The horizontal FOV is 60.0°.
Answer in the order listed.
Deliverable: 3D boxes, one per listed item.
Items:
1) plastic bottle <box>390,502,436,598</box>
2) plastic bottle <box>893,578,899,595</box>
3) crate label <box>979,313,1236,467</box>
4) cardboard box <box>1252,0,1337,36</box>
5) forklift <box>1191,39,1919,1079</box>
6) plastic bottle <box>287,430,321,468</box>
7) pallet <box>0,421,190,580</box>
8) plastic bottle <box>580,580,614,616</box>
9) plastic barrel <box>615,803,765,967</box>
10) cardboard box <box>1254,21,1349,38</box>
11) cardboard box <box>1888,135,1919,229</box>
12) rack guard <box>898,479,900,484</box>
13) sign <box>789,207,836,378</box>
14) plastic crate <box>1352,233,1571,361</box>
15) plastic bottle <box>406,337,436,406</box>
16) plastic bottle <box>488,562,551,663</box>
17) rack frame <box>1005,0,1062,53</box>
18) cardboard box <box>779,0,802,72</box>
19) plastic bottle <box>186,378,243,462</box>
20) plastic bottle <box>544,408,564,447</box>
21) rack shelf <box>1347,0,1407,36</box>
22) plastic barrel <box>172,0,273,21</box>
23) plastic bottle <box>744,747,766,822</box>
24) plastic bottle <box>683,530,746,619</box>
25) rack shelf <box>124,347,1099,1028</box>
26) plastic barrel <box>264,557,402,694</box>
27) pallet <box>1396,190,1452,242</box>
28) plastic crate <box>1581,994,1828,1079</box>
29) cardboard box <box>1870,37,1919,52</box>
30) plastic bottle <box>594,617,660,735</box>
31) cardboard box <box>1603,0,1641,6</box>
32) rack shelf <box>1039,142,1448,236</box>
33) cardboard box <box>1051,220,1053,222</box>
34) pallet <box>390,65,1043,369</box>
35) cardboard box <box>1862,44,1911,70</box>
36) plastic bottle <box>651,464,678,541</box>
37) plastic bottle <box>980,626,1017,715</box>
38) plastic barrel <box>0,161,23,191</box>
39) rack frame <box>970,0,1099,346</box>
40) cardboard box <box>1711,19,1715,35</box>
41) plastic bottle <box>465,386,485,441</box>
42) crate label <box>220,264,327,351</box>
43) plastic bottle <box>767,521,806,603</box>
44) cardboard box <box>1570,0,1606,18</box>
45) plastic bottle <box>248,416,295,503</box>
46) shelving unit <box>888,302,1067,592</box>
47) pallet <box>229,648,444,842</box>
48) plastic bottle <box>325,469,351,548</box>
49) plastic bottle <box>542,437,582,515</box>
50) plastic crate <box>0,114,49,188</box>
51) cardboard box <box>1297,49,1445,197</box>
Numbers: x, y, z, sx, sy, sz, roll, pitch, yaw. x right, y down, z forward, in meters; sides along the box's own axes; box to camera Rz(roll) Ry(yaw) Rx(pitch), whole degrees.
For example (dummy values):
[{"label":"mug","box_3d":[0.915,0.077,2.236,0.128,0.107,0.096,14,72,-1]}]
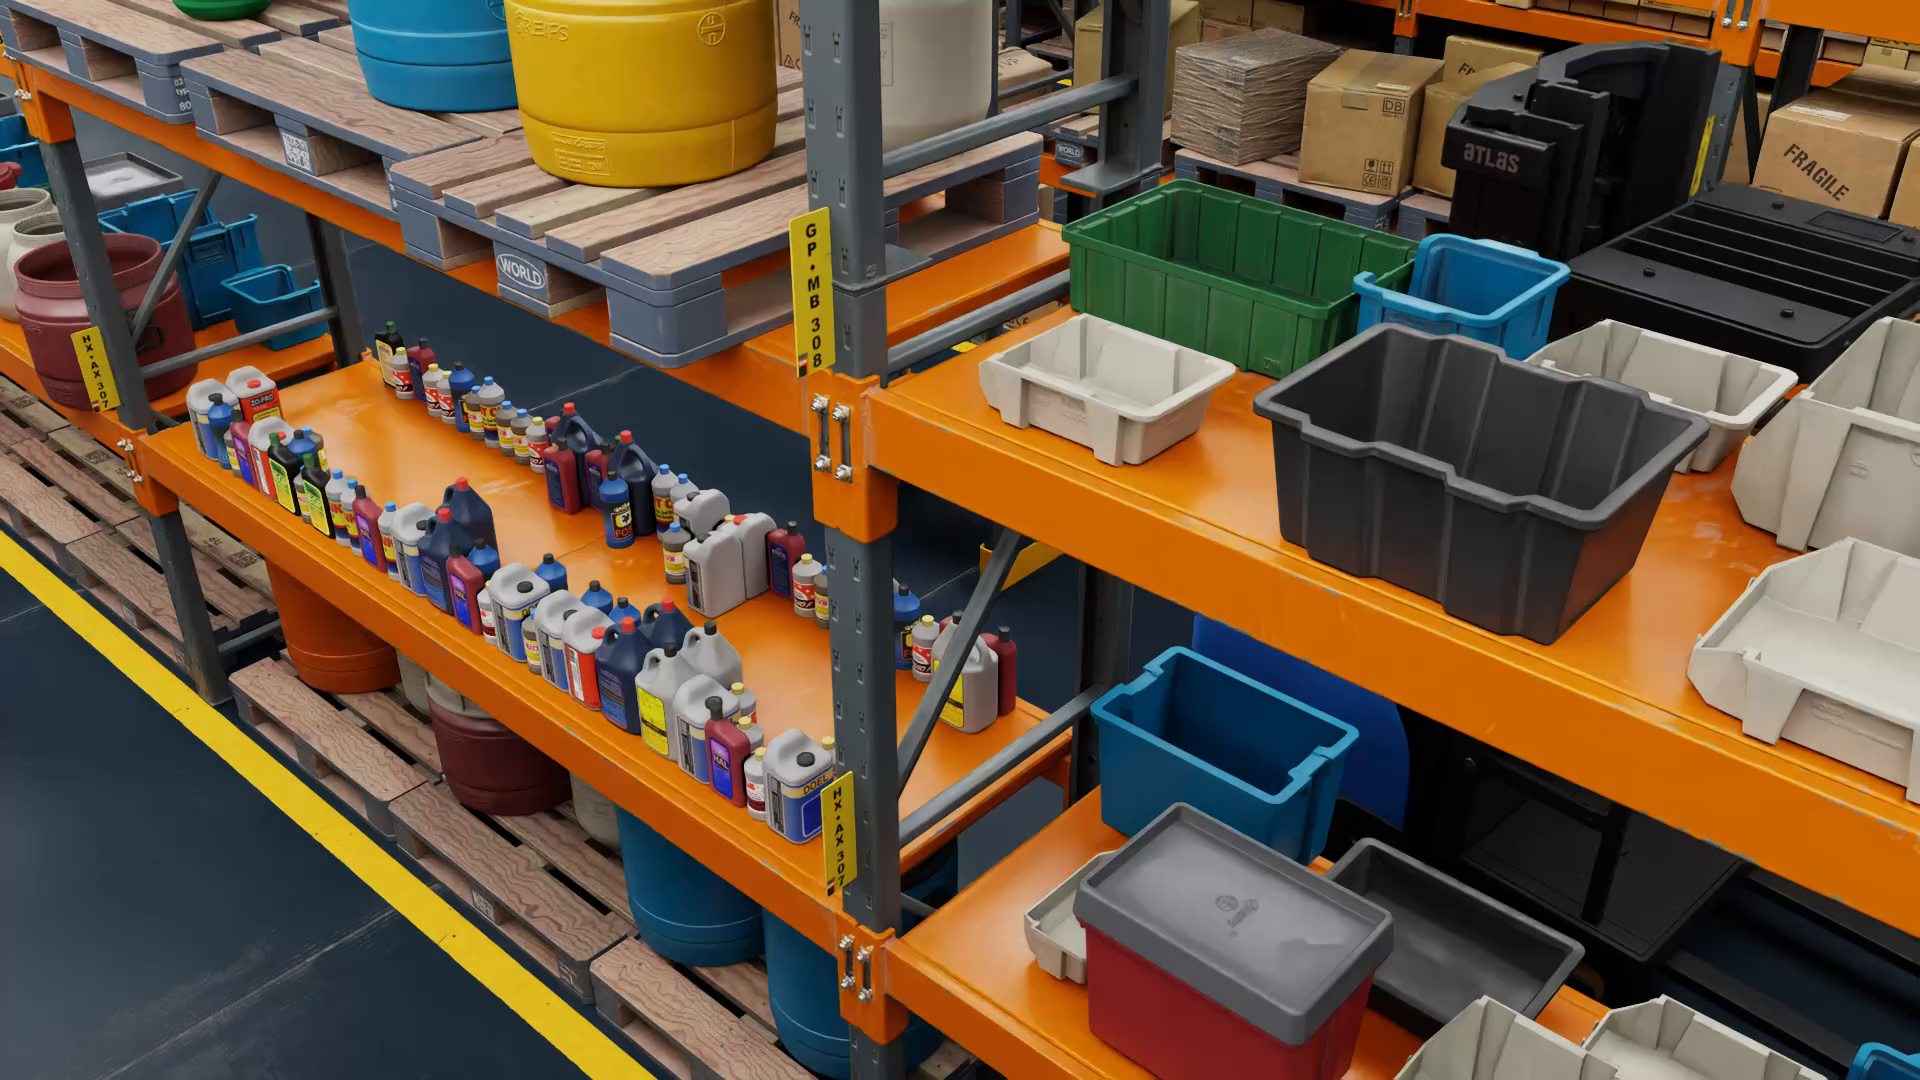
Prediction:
[{"label":"plastic bottle","box_3d":[-1.747,0.026,5.419,0.135,0.276,0.152,25,39,35]},{"label":"plastic bottle","box_3d":[-0.272,0.224,5.089,0.135,0.276,0.152,25,39,35]},{"label":"crate label","box_3d":[0.255,-0.288,3.168,0.466,0.136,0.293,25,39,35]},{"label":"cardboard box","box_3d":[2.819,-4.458,14.017,0.500,0.250,0.500,26,40,36]},{"label":"forklift","box_3d":[2.257,0.032,5.355,1.130,2.935,3.031,-26,39,-36]},{"label":"plastic bottle","box_3d":[-2.324,-0.265,5.906,0.097,0.271,0.097,0,31,0]},{"label":"pallet","box_3d":[-4.328,-0.291,8.529,1.213,0.211,1.003,25,39,35]},{"label":"plastic bottle","box_3d":[-1.097,0.244,5.060,0.097,0.271,0.097,0,31,0]},{"label":"plastic barrel","box_3d":[-0.831,0.883,5.502,0.708,0.901,0.600,25,39,35]},{"label":"cardboard box","box_3d":[2.896,-4.139,14.213,0.500,0.500,0.700,25,39,35]},{"label":"cardboard box","box_3d":[3.956,-1.311,6.453,0.500,0.500,0.500,24,38,34]},{"label":"rack guard","box_3d":[-0.426,-0.306,8.516,0.087,0.250,0.587,25,39,35]},{"label":"sign","box_3d":[-0.284,-0.475,3.214,0.005,0.325,0.100,25,39,35]},{"label":"plastic crate","box_3d":[0.976,-0.417,3.288,0.300,0.233,0.416,25,39,35]},{"label":"plastic bottle","box_3d":[-2.122,-0.674,6.574,0.133,0.283,0.061,25,39,35]},{"label":"plastic bottle","box_3d":[-1.339,0.216,5.103,0.135,0.276,0.152,25,39,35]},{"label":"rack frame","box_3d":[0.803,-5.953,15.231,0.127,3.000,1.000,25,39,35]},{"label":"cardboard box","box_3d":[-0.808,-3.291,10.711,0.500,0.500,0.500,23,38,33]},{"label":"plastic bottle","box_3d":[-2.775,-0.454,6.216,0.135,0.276,0.152,25,39,35]},{"label":"plastic bottle","box_3d":[-1.446,-0.358,6.050,0.133,0.283,0.061,25,39,35]},{"label":"rack shelf","box_3d":[2.286,-4.953,14.267,4.000,0.370,1.077,25,39,35]},{"label":"plastic barrel","box_3d":[-2.248,-1.724,5.041,0.294,0.245,0.294,0,31,0]},{"label":"plastic bottle","box_3d":[-0.527,0.646,4.460,0.097,0.201,0.097,0,31,0]},{"label":"plastic bottle","box_3d":[-0.790,0.089,5.314,0.135,0.276,0.152,25,39,35]},{"label":"rack shelf","box_3d":[-1.397,0.220,5.674,4.000,0.370,1.077,25,39,35]},{"label":"plastic barrel","box_3d":[-2.505,0.132,6.819,0.708,0.830,0.600,25,39,35]},{"label":"pallet","box_3d":[2.894,-1.525,8.061,1.213,0.211,1.003,25,39,35]},{"label":"plastic crate","box_3d":[1.579,1.179,3.581,0.466,0.136,0.293,25,39,35]},{"label":"cardboard box","box_3d":[6.223,-3.427,10.629,0.500,0.500,0.500,24,39,34]},{"label":"plastic bottle","box_3d":[-0.952,0.368,4.778,0.185,0.351,0.144,25,39,35]},{"label":"cardboard box","box_3d":[4.706,-4.125,11.789,0.500,0.500,0.500,25,39,35]},{"label":"rack shelf","box_3d":[1.930,-1.673,8.818,4.000,0.370,1.077,25,39,35]},{"label":"cardboard box","box_3d":[0.256,-1.969,10.871,0.500,0.250,0.500,25,39,35]},{"label":"pallet","box_3d":[-0.560,-0.834,4.002,1.003,0.211,1.213,25,39,35]},{"label":"cardboard box","box_3d":[6.091,-3.173,10.836,0.250,0.149,0.380,26,40,36]},{"label":"plastic bottle","box_3d":[-0.999,-0.132,5.686,0.097,0.271,0.097,0,31,0]},{"label":"plastic bottle","box_3d":[0.101,0.364,4.851,0.133,0.283,0.061,25,39,35]},{"label":"plastic barrel","box_3d":[-4.418,-1.405,7.543,0.433,0.535,0.433,0,31,0]},{"label":"rack frame","box_3d":[0.447,-2.673,9.783,0.127,3.000,1.000,25,39,35]},{"label":"cardboard box","box_3d":[5.381,-3.551,11.464,0.250,0.149,0.380,24,38,34]},{"label":"plastic bottle","box_3d":[-1.832,-0.491,6.349,0.097,0.201,0.097,0,31,0]},{"label":"crate label","box_3d":[-2.940,-0.998,7.162,0.416,0.233,0.303,25,39,35]},{"label":"plastic bottle","box_3d":[-0.558,0.056,5.361,0.133,0.283,0.061,25,39,35]},{"label":"cardboard box","box_3d":[4.646,-3.926,12.088,0.250,0.149,0.380,26,40,36]},{"label":"plastic bottle","box_3d":[-2.432,-0.294,5.950,0.135,0.276,0.152,25,39,35]},{"label":"shelving unit","box_3d":[-0.057,-0.669,7.907,1.083,1.500,0.587,25,39,35]},{"label":"pallet","box_3d":[-2.267,0.671,6.931,1.213,0.211,1.003,25,39,35]},{"label":"plastic bottle","box_3d":[-2.095,-0.115,5.658,0.097,0.271,0.097,0,31,0]},{"label":"plastic bottle","box_3d":[-1.405,-0.239,5.852,0.133,0.283,0.061,25,39,35]},{"label":"plastic crate","box_3d":[-4.818,-1.895,8.505,0.575,0.384,0.392,25,39,35]},{"label":"cardboard box","box_3d":[2.062,-2.100,8.325,0.500,0.500,0.700,15,34,23]}]
